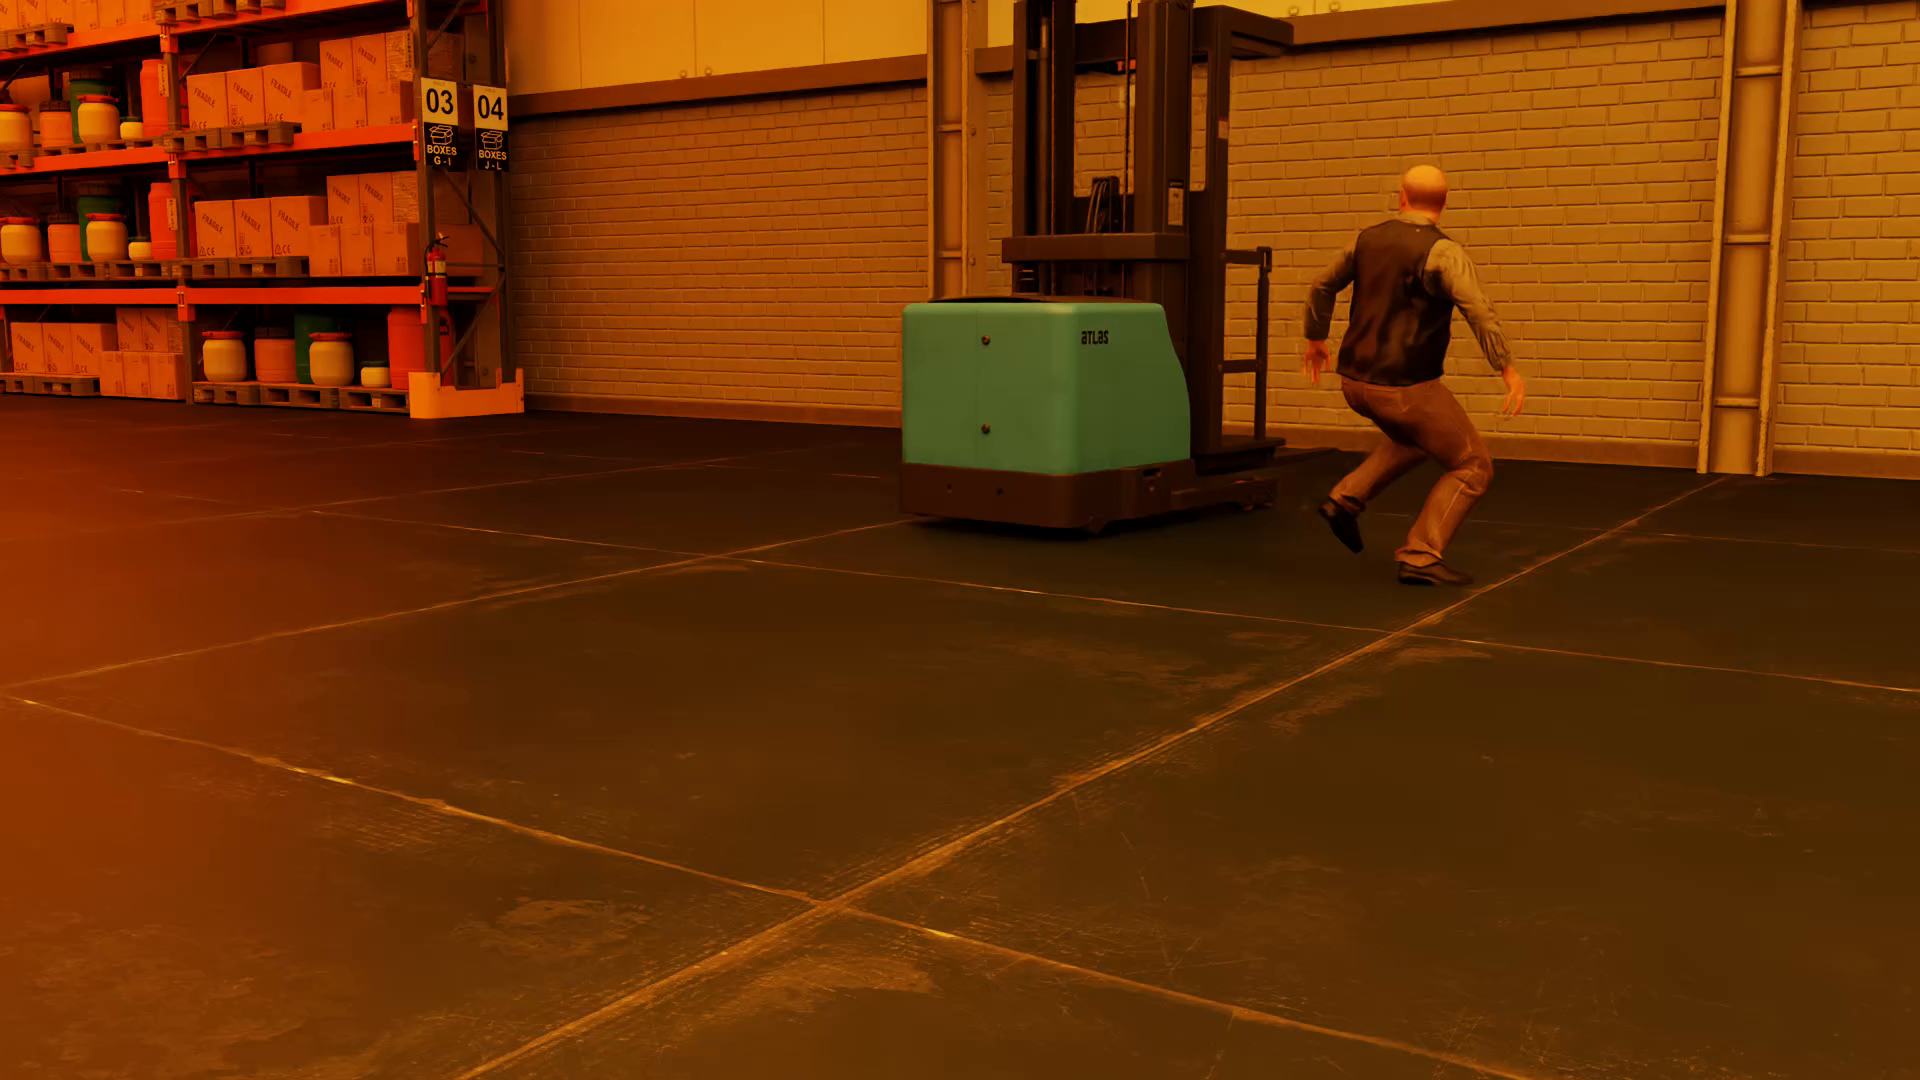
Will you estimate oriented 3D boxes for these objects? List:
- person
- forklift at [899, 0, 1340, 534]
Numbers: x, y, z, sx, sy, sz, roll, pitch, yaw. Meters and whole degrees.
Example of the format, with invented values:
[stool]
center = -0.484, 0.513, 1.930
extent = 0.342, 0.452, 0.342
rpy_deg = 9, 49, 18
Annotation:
[person]
center = 1.752, -0.642, 6.513
extent = 0.551, 1.614, 0.853
rpy_deg = -3, 9, -20
[forklift]
center = 1.029, -1.638, 8.711
extent = 1.130, 2.935, 3.031
rpy_deg = 7, 10, 39
